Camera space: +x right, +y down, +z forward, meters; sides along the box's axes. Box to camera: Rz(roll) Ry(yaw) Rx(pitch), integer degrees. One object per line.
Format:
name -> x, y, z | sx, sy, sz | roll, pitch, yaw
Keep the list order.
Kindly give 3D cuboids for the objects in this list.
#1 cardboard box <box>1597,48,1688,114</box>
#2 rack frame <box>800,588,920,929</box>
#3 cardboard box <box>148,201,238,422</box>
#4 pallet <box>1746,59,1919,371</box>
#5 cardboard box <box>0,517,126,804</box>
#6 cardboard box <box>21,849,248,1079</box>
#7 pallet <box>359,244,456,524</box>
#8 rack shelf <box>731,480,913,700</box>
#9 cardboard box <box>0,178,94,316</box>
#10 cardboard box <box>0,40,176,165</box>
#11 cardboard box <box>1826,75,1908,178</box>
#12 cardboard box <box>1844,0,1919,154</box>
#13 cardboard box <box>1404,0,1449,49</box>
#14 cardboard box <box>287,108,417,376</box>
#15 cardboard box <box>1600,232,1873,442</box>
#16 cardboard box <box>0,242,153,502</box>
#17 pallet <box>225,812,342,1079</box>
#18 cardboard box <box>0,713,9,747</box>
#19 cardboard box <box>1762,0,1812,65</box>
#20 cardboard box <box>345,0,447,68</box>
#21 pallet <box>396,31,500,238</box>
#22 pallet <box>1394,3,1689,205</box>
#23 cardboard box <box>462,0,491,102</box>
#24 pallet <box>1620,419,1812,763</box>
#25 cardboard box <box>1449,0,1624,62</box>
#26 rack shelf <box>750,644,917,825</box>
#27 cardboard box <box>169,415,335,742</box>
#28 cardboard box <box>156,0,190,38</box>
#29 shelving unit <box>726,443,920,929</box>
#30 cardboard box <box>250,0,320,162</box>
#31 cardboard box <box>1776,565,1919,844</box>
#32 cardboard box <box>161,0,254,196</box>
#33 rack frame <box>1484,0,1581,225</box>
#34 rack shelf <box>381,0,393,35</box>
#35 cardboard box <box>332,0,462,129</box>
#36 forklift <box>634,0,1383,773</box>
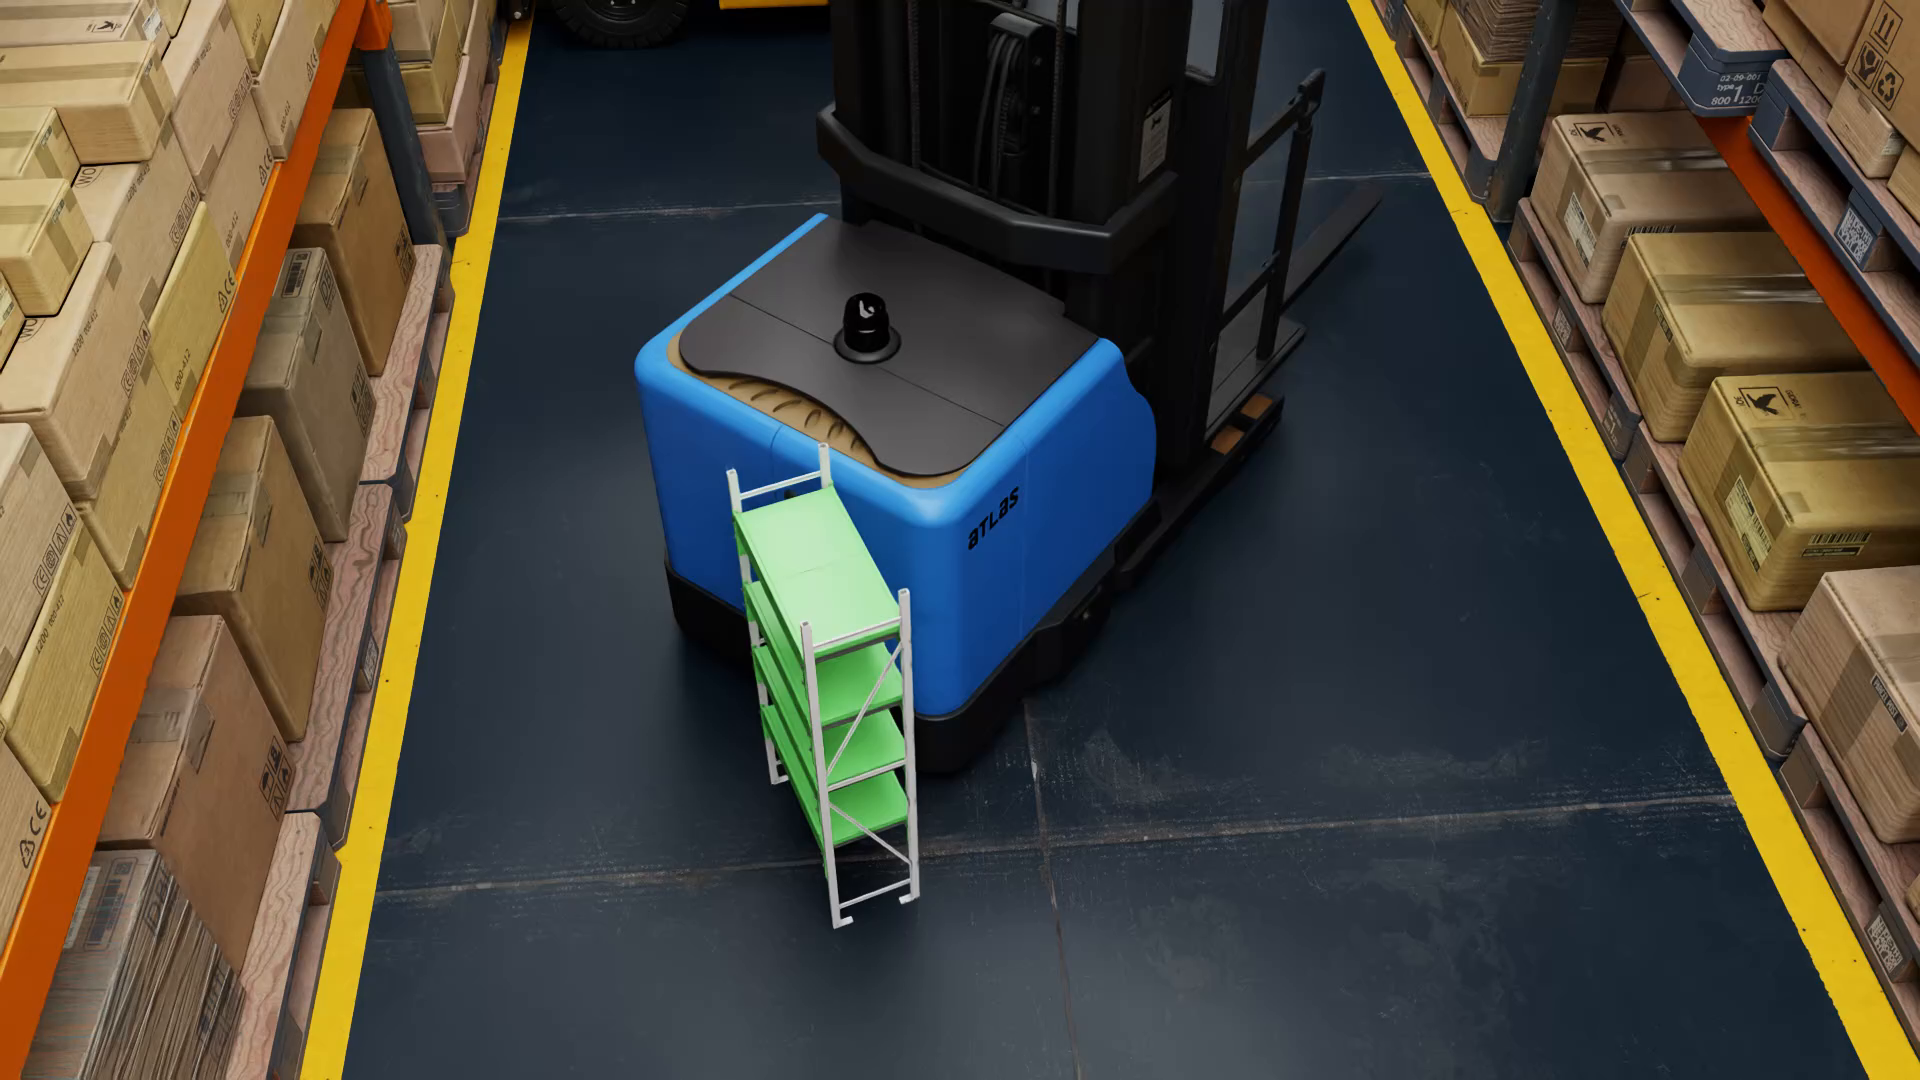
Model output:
cardboard box -> 2.764, -1.960, 6.645 | 0.500, 0.250, 0.500 | -5, 47, -5
rack frame -> -0.219, 0.553, 3.900 | 0.240, 1.200, 0.015 | -18, 49, -16
cardboard box -> -1.989, -0.515, 3.776 | 0.500, 0.250, 0.500 | -2, 47, -2
pallet -> 2.673, -0.787, 4.062 | 1.003, 0.211, 1.213 | -3, 47, -3
cardboard box -> -1.898, 0.232, 3.067 | 0.500, 0.250, 0.500 | -4, 47, -4
cardboard box -> -2.105, 1.101, 3.488 | 0.875, 0.625, 0.625 | -2, 47, -2
pallet -> -2.301, -0.524, 5.601 | 1.003, 0.211, 1.213 | -3, 47, -3
rack shelf -> -0.316, 0.105, 3.751 | 0.258, 0.148, 0.480 | -18, 49, -16
cardboard box -> -1.918, -0.558, 3.197 | 0.380, 0.149, 0.250 | -3, 47, -2
cardboard box -> -1.916, -0.927, 3.547 | 0.380, 0.149, 0.250 | -5, 47, -4
cardboard box -> 2.357, -1.012, 4.026 | 0.380, 0.149, 0.250 | -2, 47, -2
cardboard box -> 2.422, -1.150, 3.710 | 0.500, 0.500, 0.500 | -5, 47, -5
cardboard box -> 2.172, -2.313, 6.979 | 0.500, 0.250, 0.500 | -5, 47, -4
cardboard box -> -2.347, -0.964, 5.444 | 0.875, 0.625, 0.625 | -2, 47, -2
cardboard box -> 2.654, -0.659, 5.329 | 0.950, 0.372, 0.625 | -1, 47, -1
cardboard box -> -1.927, -0.318, 3.244 | 0.500, 0.250, 0.500 | -5, 47, -4
pallet -> -2.097, 1.242, 3.929 | 1.003, 0.211, 1.213 | -3, 47, -3
cardboard box -> -1.836, 0.423, 2.542 | 0.500, 0.250, 0.500 | -4, 47, -3
cardboard box -> 2.368, -1.386, 4.381 | 0.380, 0.149, 0.250 | -3, 47, -3
cardboard box -> -2.129, -1.925, 5.923 | 0.500, 0.250, 0.500 | -4, 47, -4
pallet -> -2.426, -1.632, 6.651 | 1.003, 0.211, 1.213 | -3, 47, -3
pallet -> 2.453, -1.843, 6.850 | 1.003, 0.211, 1.213 | -3, 47, -3
cardboard box -> -2.170, -1.949, 6.634 | 0.500, 0.250, 0.500 | -4, 47, -4
pallet -> 2.716, 0.089, 5.020 | 1.003, 0.211, 1.213 | -3, 47, -3
cardboard box -> 2.227, -2.186, 6.343 | 0.500, 0.500, 0.500 | -4, 47, -4
rack shelf -> -0.316, 0.435, 4.100 | 0.258, 0.148, 0.480 | -18, 49, -16
cardboard box -> -2.225, 0.141, 4.396 | 0.875, 0.625, 0.625 | -5, 47, -5
cardboard box -> -2.031, -1.296, 3.896 | 0.380, 0.149, 0.250 | -4, 47, -4
shelving unit -> -0.316, 0.391, 4.054 | 0.258, 1.200, 0.503 | -18, 49, -16
cardboard box -> -2.051, -1.250, 4.471 | 0.500, 0.250, 0.500 | -4, 47, -4
cardboard box -> 2.772, 0.393, 4.333 | 0.950, 0.372, 0.625 | -4, 47, -4
cardboard box -> -2.019, -1.052, 3.939 | 0.500, 0.250, 0.500 | -3, 47, -3
rack frame -> 2.544, -2.318, 5.379 | 1.000, 3.000, 0.127 | -3, 47, -3
rack shelf -> -2.569, -3.213, 6.722 | 1.077, 0.370, 4.000 | -3, 47, -3
cardboard box -> -2.135, -1.753, 6.104 | 0.500, 0.250, 0.500 | -4, 47, -3
forklift -> 0.418, -1.403, 4.561 | 1.130, 2.935, 3.031 | 28, 52, 24
